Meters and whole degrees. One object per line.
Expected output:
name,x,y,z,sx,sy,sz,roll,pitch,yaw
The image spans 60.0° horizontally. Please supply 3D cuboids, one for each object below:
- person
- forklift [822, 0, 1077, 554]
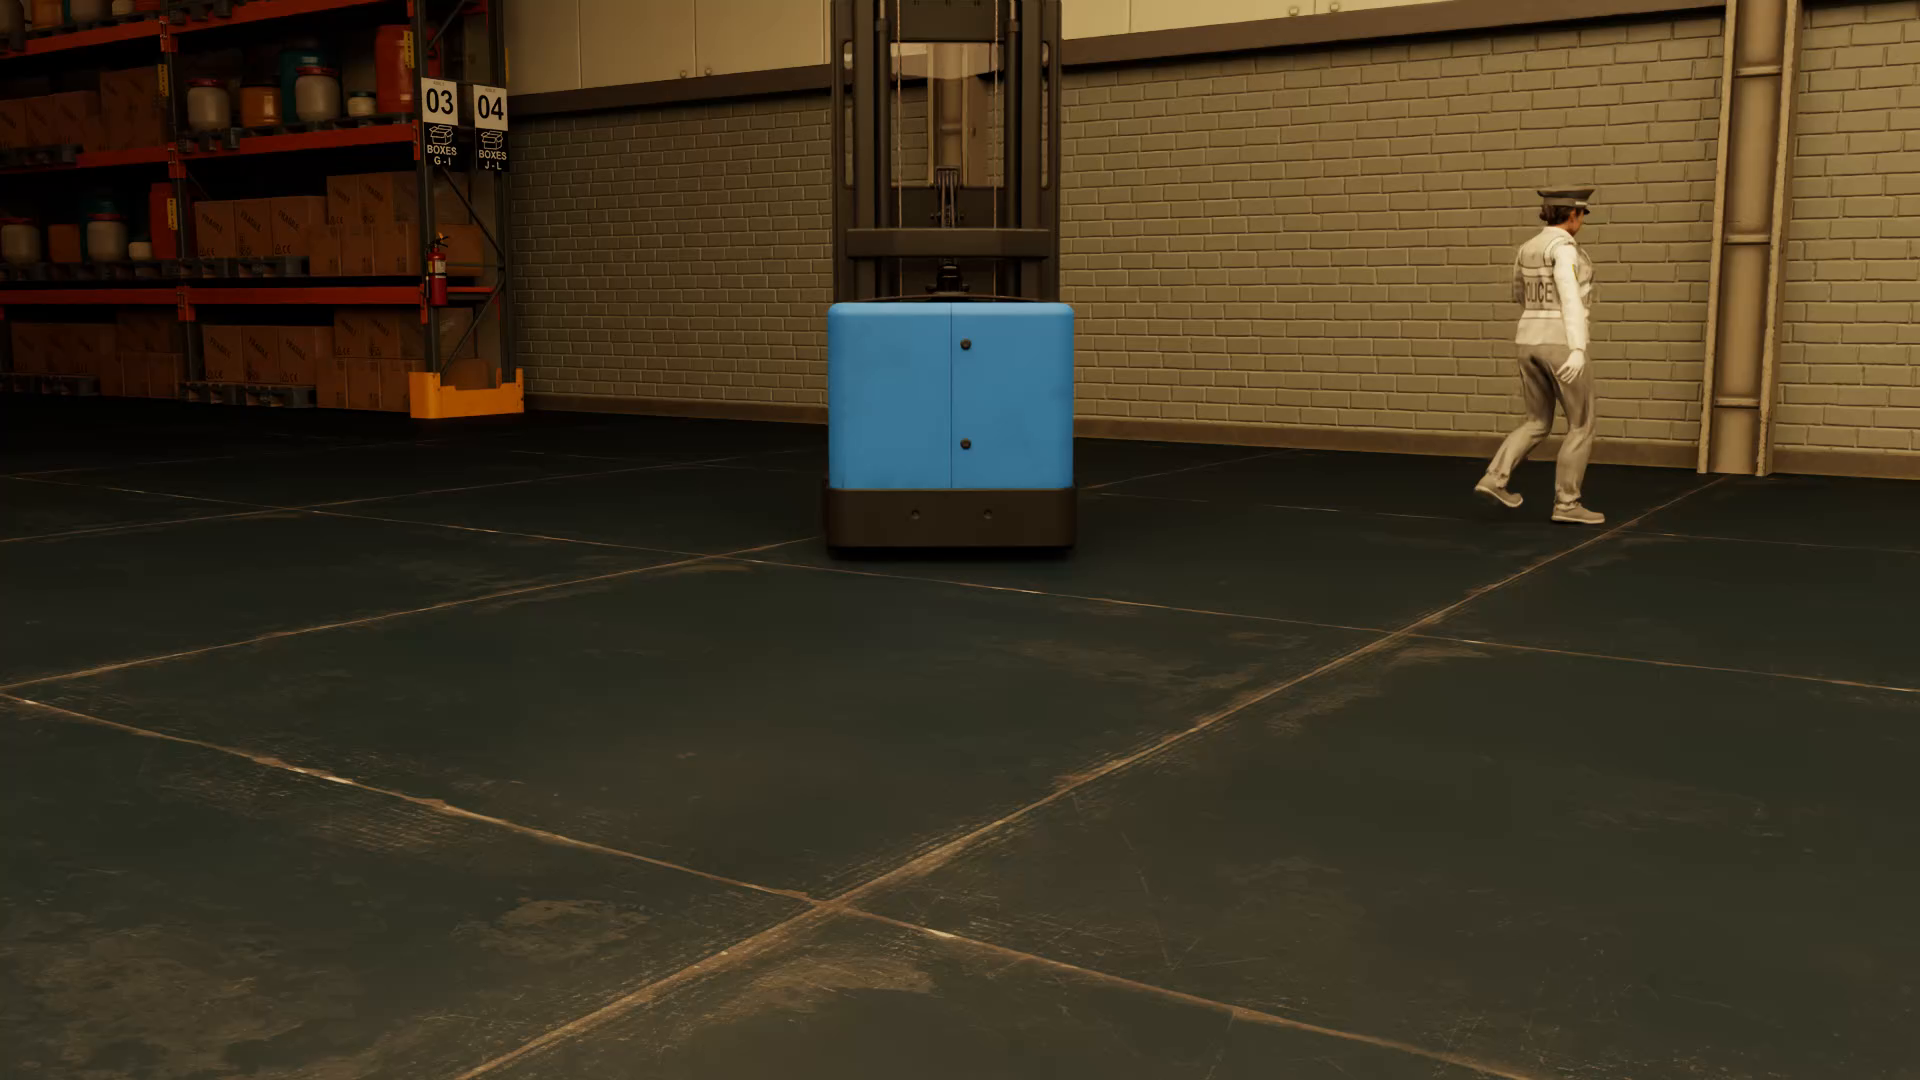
person,2.899,-0.899,8.109,0.653,1.652,0.787,-2,8,-16
forklift,-0.072,-1.564,8.194,1.130,2.935,3.031,0,8,-1
